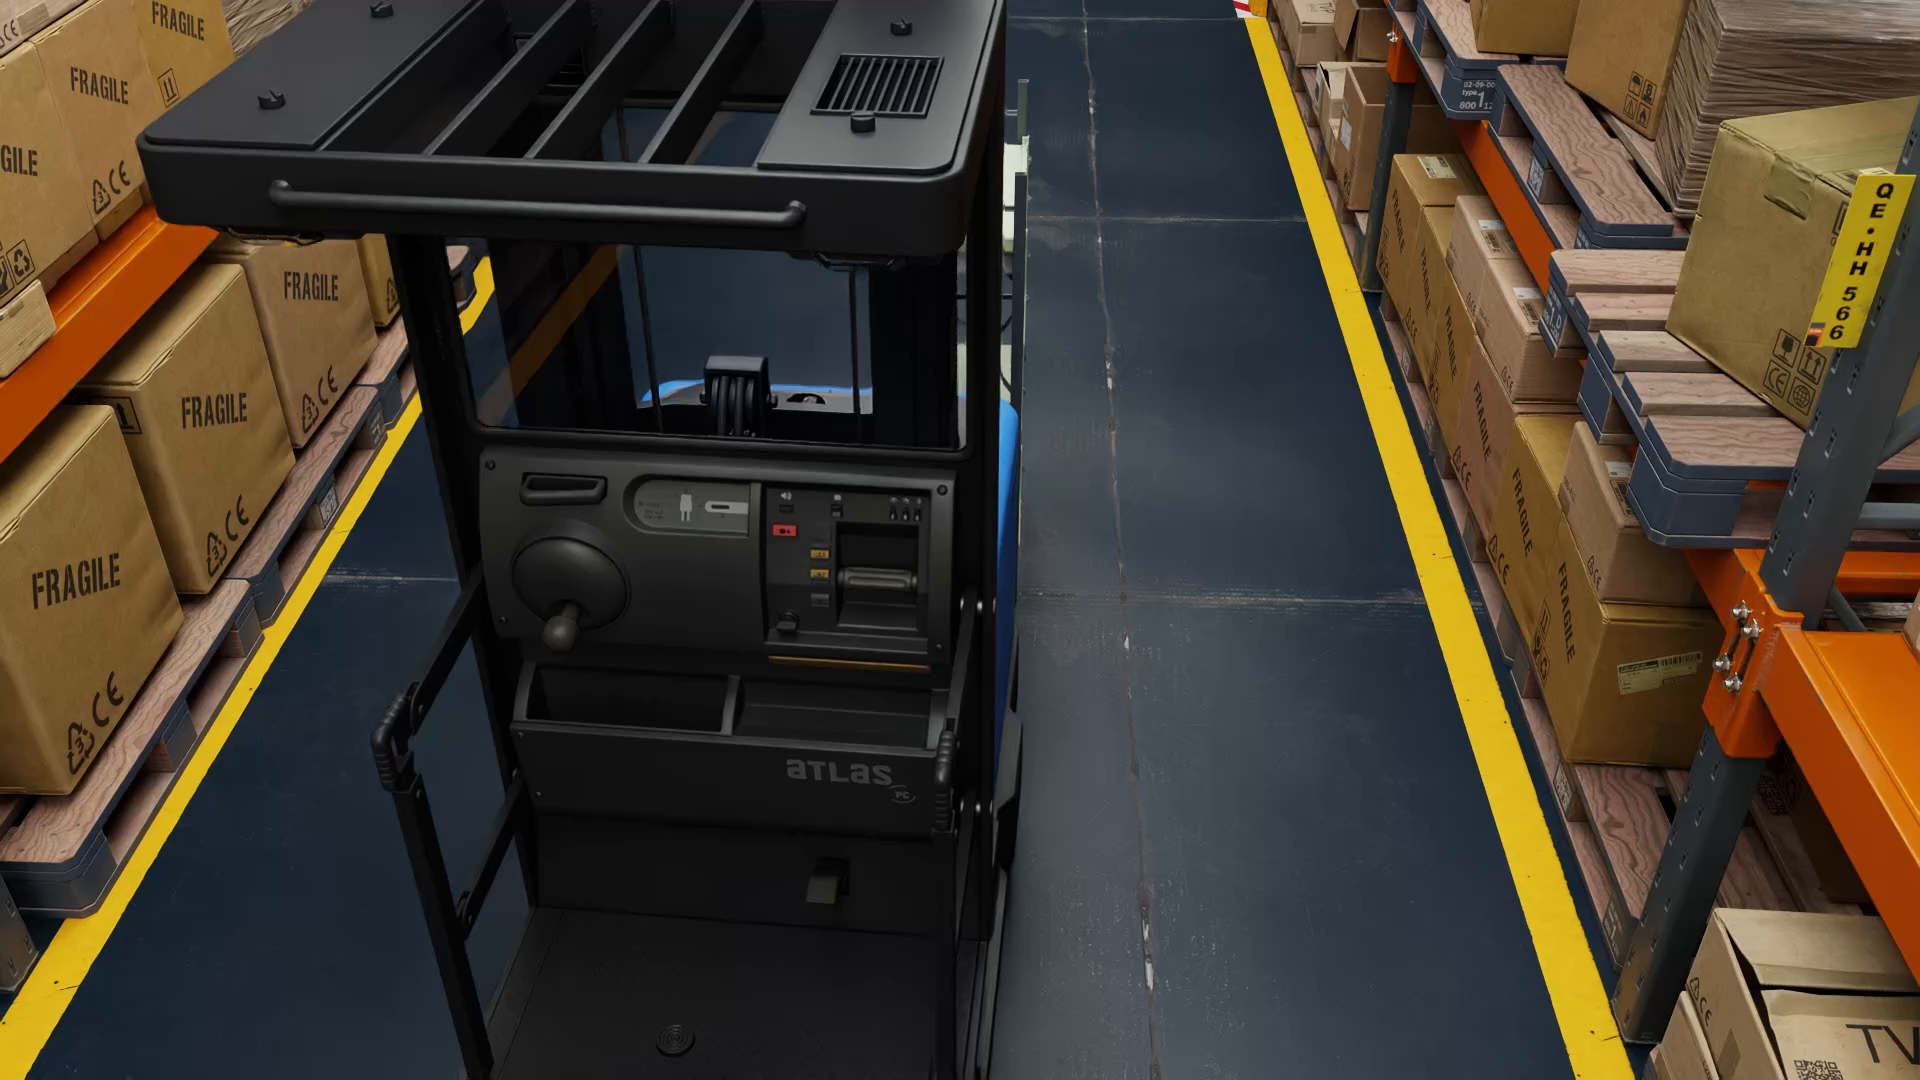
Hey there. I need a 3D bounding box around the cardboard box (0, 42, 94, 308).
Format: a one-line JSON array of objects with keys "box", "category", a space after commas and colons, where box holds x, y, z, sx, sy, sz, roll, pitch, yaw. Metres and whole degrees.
[{"box": [-2.540, -0.888, 4.042, 0.500, 0.500, 0.500, 2, 35, 3], "category": "cardboard box"}]

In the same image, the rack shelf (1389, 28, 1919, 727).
[{"box": [2.184, -0.886, 5.027, 1.077, 0.370, 4.000, 1, 35, 2], "category": "rack shelf"}]

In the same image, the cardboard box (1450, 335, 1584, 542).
[{"box": [1.943, -0.330, 5.402, 0.500, 0.500, 0.500, 0, 35, 0], "category": "cardboard box"}]

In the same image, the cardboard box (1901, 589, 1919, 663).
[{"box": [2.046, 0.213, 2.915, 0.500, 0.311, 0.500, 3, 35, 5], "category": "cardboard box"}]

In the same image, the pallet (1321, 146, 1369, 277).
[{"box": [2.293, -1.583, 7.819, 1.003, 0.211, 1.213, 1, 35, 2], "category": "pallet"}]

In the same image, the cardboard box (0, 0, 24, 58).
[{"box": [-2.549, -1.185, 3.812, 0.500, 0.250, 0.500, 1, 35, 1], "category": "cardboard box"}]

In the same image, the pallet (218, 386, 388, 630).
[{"box": [-2.687, -0.153, 5.784, 1.003, 0.211, 1.213, 1, 35, 2], "category": "pallet"}]

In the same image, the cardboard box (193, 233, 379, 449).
[{"box": [-2.614, -0.846, 5.850, 0.750, 0.750, 0.750, 2, 35, 3], "category": "cardboard box"}]

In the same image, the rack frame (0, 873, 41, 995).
[{"box": [-2.846, -0.143, 3.345, 1.000, 3.000, 0.127, 1, 35, 2], "category": "rack frame"}]

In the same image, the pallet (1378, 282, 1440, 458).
[{"box": [2.270, -0.720, 6.591, 1.003, 0.211, 1.213, 1, 35, 2], "category": "pallet"}]

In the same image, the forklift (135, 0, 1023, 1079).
[{"box": [-0.494, 0.101, 3.057, 1.130, 2.935, 3.031, 3, 35, 5], "category": "forklift"}]

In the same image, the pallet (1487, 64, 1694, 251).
[{"box": [2.177, -1.070, 4.831, 1.003, 0.211, 1.213, 1, 35, 2], "category": "pallet"}]

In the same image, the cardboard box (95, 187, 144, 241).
[{"box": [-2.578, -0.972, 4.726, 0.380, 0.149, 0.250, 2, 35, 3], "category": "cardboard box"}]

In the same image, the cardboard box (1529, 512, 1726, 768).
[{"box": [1.907, 0.269, 4.550, 0.500, 0.500, 0.500, 3, 35, 4], "category": "cardboard box"}]

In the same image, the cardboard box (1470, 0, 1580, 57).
[{"box": [2.058, -1.878, 5.362, 0.700, 0.500, 0.500, 7, 36, 9], "category": "cardboard box"}]

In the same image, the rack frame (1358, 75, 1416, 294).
[{"box": [2.264, -2.329, 6.455, 1.000, 3.000, 0.127, 1, 35, 2], "category": "rack frame"}]

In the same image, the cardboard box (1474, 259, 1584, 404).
[{"box": [1.942, -0.658, 5.217, 0.500, 0.250, 0.500, 1, 35, 1], "category": "cardboard box"}]

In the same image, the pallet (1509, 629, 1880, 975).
[{"box": [2.172, 0.682, 4.596, 1.003, 0.211, 1.213, 1, 35, 2], "category": "pallet"}]

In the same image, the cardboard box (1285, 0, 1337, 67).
[{"box": [2.080, -2.802, 9.137, 0.500, 0.250, 0.500, 1, 35, 2], "category": "cardboard box"}]

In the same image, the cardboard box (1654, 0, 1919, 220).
[{"box": [2.244, -1.129, 4.296, 0.700, 0.500, 0.500, 8, 36, 11], "category": "cardboard box"}]

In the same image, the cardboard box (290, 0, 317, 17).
[{"box": [-2.463, -2.048, 5.692, 0.500, 0.500, 0.500, 2, 35, 2], "category": "cardboard box"}]

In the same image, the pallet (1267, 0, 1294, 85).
[{"box": [2.391, -2.985, 9.813, 1.003, 0.211, 1.213, 1, 35, 2], "category": "pallet"}]

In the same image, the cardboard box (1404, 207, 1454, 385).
[{"box": [1.991, -0.907, 6.224, 0.500, 0.500, 0.500, 2, 35, 3], "category": "cardboard box"}]

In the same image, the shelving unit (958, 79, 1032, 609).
[{"box": [0.000, -0.610, 5.313, 0.431, 1.500, 0.755, 1, 35, 2], "category": "shelving unit"}]

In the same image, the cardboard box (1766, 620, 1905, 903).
[{"box": [2.408, 0.557, 4.140, 0.500, 0.500, 0.500, 3, 35, 4], "category": "cardboard box"}]

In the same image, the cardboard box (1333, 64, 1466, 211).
[{"box": [2.004, -1.820, 7.523, 0.500, 0.500, 0.500, 1, 35, 2], "category": "cardboard box"}]

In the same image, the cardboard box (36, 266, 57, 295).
[{"box": [-2.600, -0.675, 4.303, 0.380, 0.149, 0.250, 1, 35, 1], "category": "cardboard box"}]

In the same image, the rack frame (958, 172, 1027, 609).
[{"box": [-0.015, -0.399, 5.014, 0.400, 1.500, 0.023, 1, 35, 2], "category": "rack frame"}]

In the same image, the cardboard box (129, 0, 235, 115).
[{"box": [-2.506, -1.472, 4.873, 0.500, 0.500, 0.500, 2, 35, 3], "category": "cardboard box"}]

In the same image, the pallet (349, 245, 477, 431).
[{"box": [-2.641, -0.855, 6.784, 1.003, 0.211, 1.213, 1, 35, 2], "category": "pallet"}]

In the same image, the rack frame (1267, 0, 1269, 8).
[{"box": [2.425, -4.627, 9.725, 1.000, 3.000, 0.127, 1, 35, 2], "category": "rack frame"}]

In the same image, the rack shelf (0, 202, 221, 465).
[{"box": [-2.766, -0.998, 5.187, 1.077, 0.370, 4.000, 1, 35, 2], "category": "rack shelf"}]

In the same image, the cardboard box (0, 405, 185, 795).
[{"box": [-2.685, 0.145, 4.439, 0.750, 0.750, 0.750, 1, 35, 1], "category": "cardboard box"}]

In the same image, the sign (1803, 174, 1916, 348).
[{"box": [1.561, -0.479, 2.885, 0.100, 0.325, 0.005, 1, 35, 2], "category": "sign"}]

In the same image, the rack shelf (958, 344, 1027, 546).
[{"box": [0.000, -0.343, 5.501, 0.431, 0.370, 0.720, 1, 35, 2], "category": "rack shelf"}]

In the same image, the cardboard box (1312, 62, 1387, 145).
[{"box": [2.034, -2.174, 8.190, 0.500, 0.311, 0.500, 1, 35, 2], "category": "cardboard box"}]

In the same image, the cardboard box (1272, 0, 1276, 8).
[{"box": [2.055, -3.272, 9.878, 0.380, 0.166, 0.250, 1, 35, 2], "category": "cardboard box"}]

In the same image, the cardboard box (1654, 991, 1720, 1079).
[{"box": [1.789, 1.216, 3.437, 0.500, 0.250, 0.500, 1, 35, 2], "category": "cardboard box"}]
